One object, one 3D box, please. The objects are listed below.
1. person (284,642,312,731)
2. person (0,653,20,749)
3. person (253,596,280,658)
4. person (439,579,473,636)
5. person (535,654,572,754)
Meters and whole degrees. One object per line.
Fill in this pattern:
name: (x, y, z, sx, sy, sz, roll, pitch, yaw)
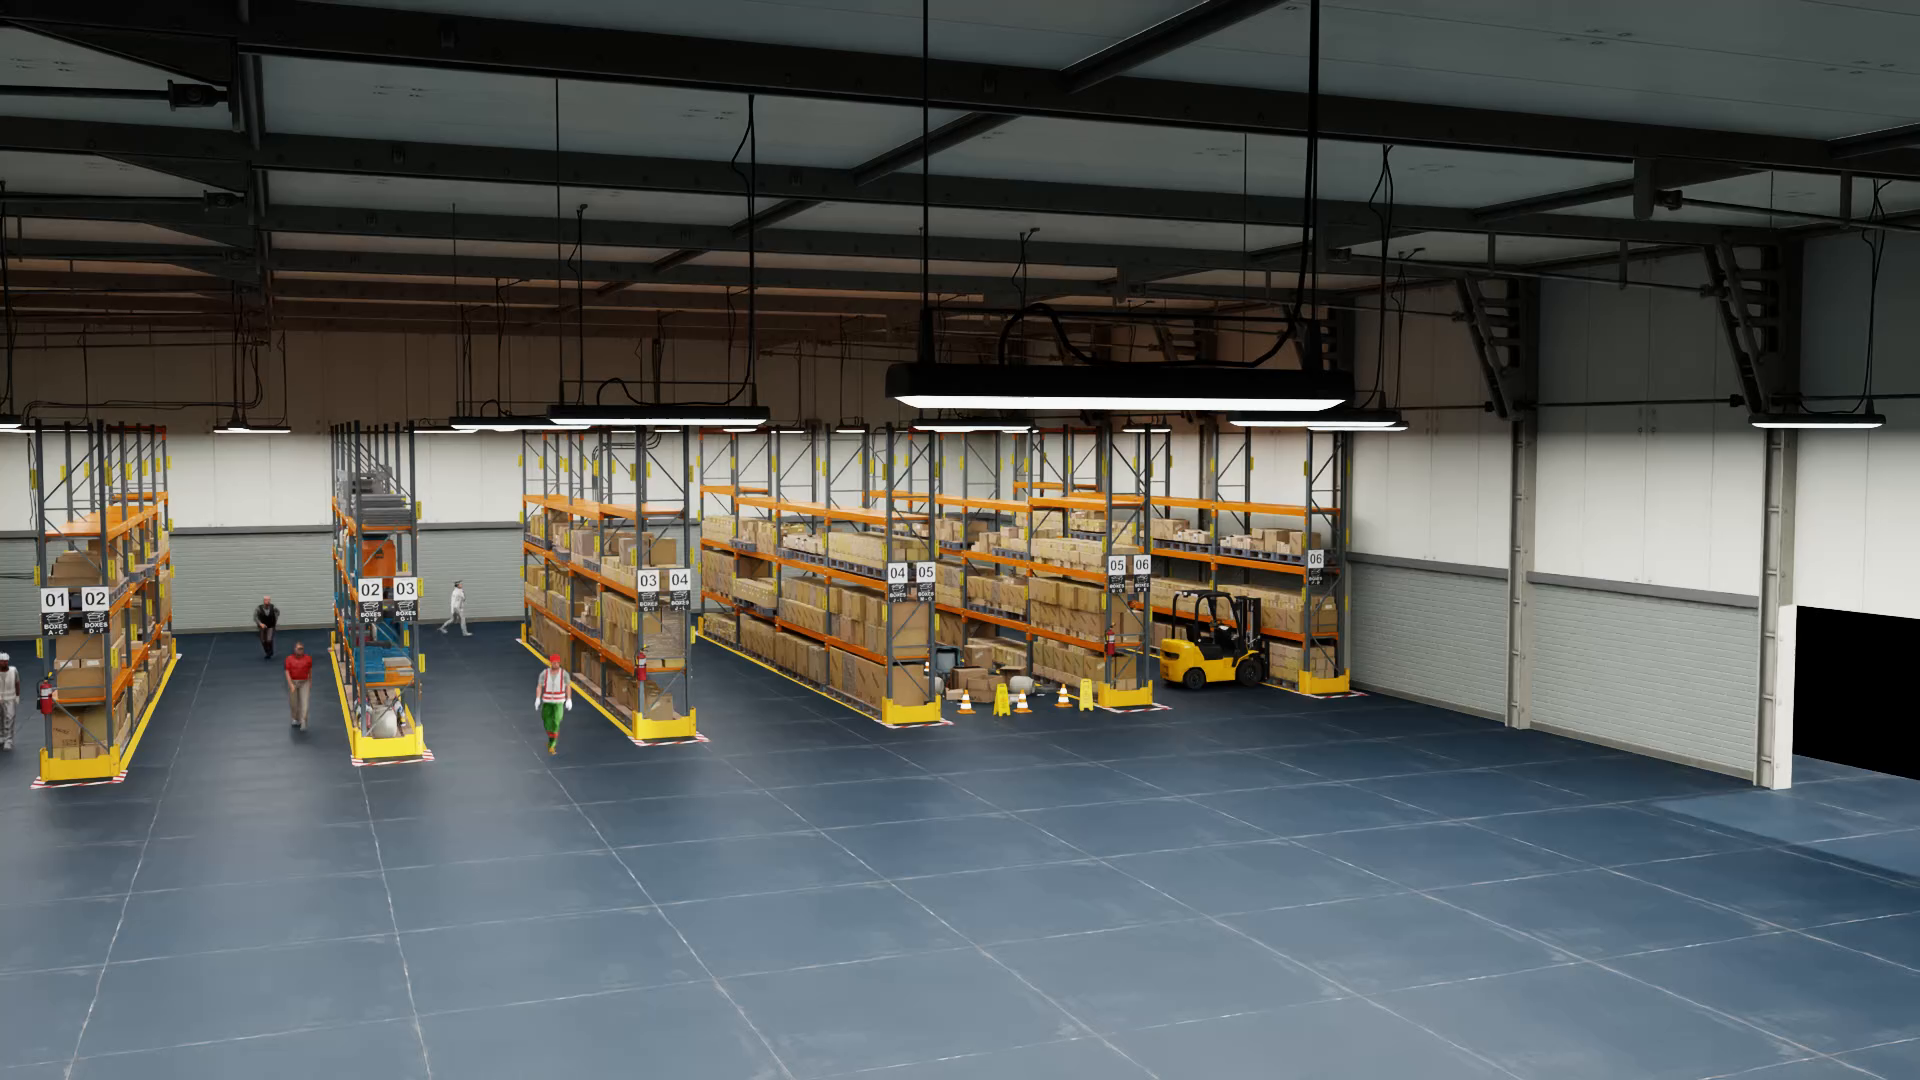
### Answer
person: (-12.936, 2.841, 32.548, 0.528, 1.679, 0.969, -2, 4, -26)
person: (-17.570, 2.933, 30.551, 0.545, 1.732, 0.963, -2, 4, -32)
person: (-17.826, 2.238, 42.751, 0.590, 1.630, 0.723, -1, 4, -13)
person: (-14.436, 1.931, 47.599, 1.030, 1.623, 0.481, 0, 4, 2)
person: (-7.402, 2.960, 30.280, 0.635, 1.783, 0.790, -1, 4, -8)
